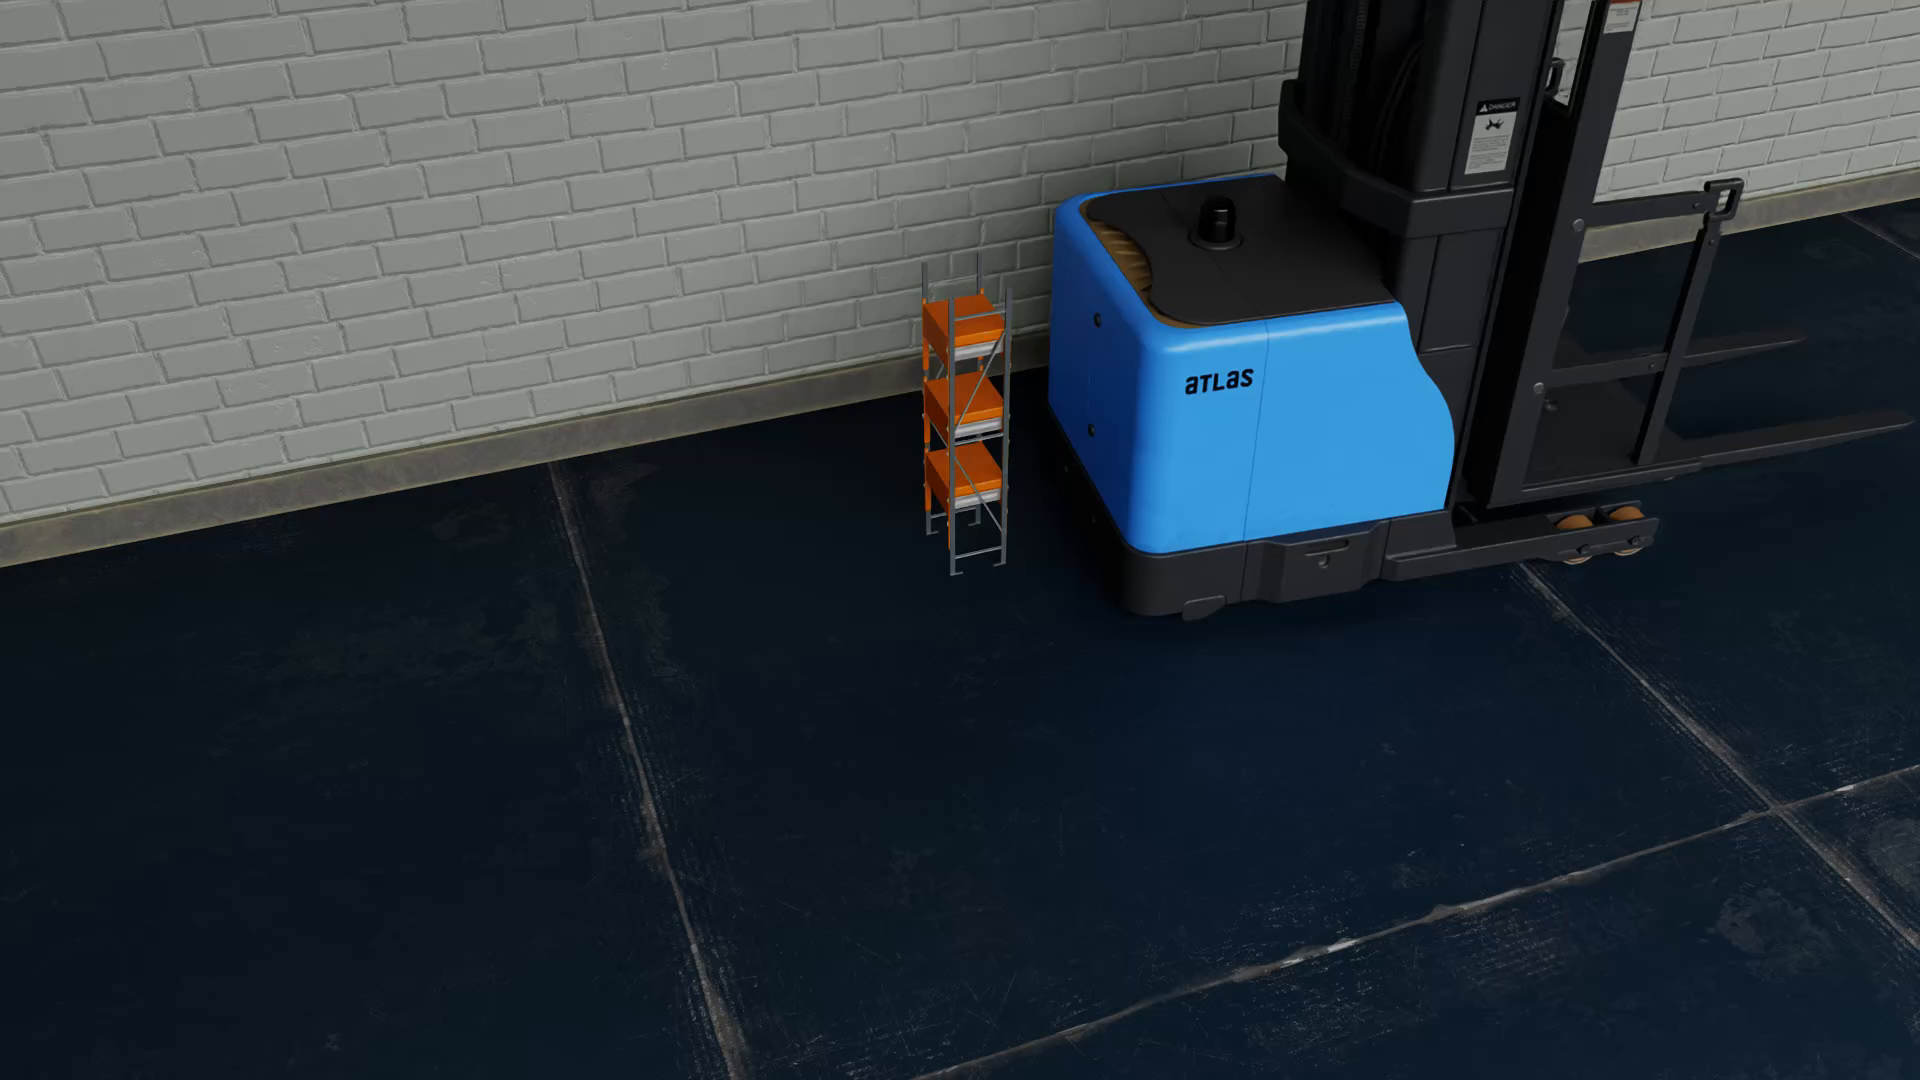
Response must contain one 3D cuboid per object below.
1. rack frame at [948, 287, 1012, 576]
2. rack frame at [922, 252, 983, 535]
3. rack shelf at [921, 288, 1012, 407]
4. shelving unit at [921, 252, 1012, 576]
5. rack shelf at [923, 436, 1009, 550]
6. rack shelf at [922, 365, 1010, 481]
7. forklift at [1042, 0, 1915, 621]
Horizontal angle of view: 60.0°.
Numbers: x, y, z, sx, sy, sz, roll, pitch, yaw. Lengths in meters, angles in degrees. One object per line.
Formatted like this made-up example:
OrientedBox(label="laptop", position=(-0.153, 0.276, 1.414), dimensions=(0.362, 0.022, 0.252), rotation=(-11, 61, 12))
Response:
OrientedBox(label="rack frame", position=(0.060, -0.320, 5.302), dimensions=(0.200, 1.050, 0.008), rotation=(-12, 39, -16))
OrientedBox(label="rack frame", position=(-0.024, -0.458, 5.485), dimensions=(0.200, 1.050, 0.008), rotation=(-12, 39, -16))
OrientedBox(label="rack shelf", position=(0.018, -0.607, 5.230), dimensions=(0.215, 0.259, 0.240), rotation=(-12, 39, -16))
OrientedBox(label="shelving unit", position=(0.018, -0.389, 5.394), dimensions=(0.215, 1.050, 0.252), rotation=(-12, 39, -16))
OrientedBox(label="rack shelf", position=(0.018, -0.159, 5.568), dimensions=(0.215, 0.259, 0.240), rotation=(-12, 39, -16))
OrientedBox(label="rack shelf", position=(0.018, -0.381, 5.400), dimensions=(0.215, 0.259, 0.240), rotation=(-12, 39, -16))
OrientedBox(label="forklift", position=(1.871, -1.388, 5.156), dimensions=(3.031, 2.935, 1.130), rotation=(-9, 38, -11))
